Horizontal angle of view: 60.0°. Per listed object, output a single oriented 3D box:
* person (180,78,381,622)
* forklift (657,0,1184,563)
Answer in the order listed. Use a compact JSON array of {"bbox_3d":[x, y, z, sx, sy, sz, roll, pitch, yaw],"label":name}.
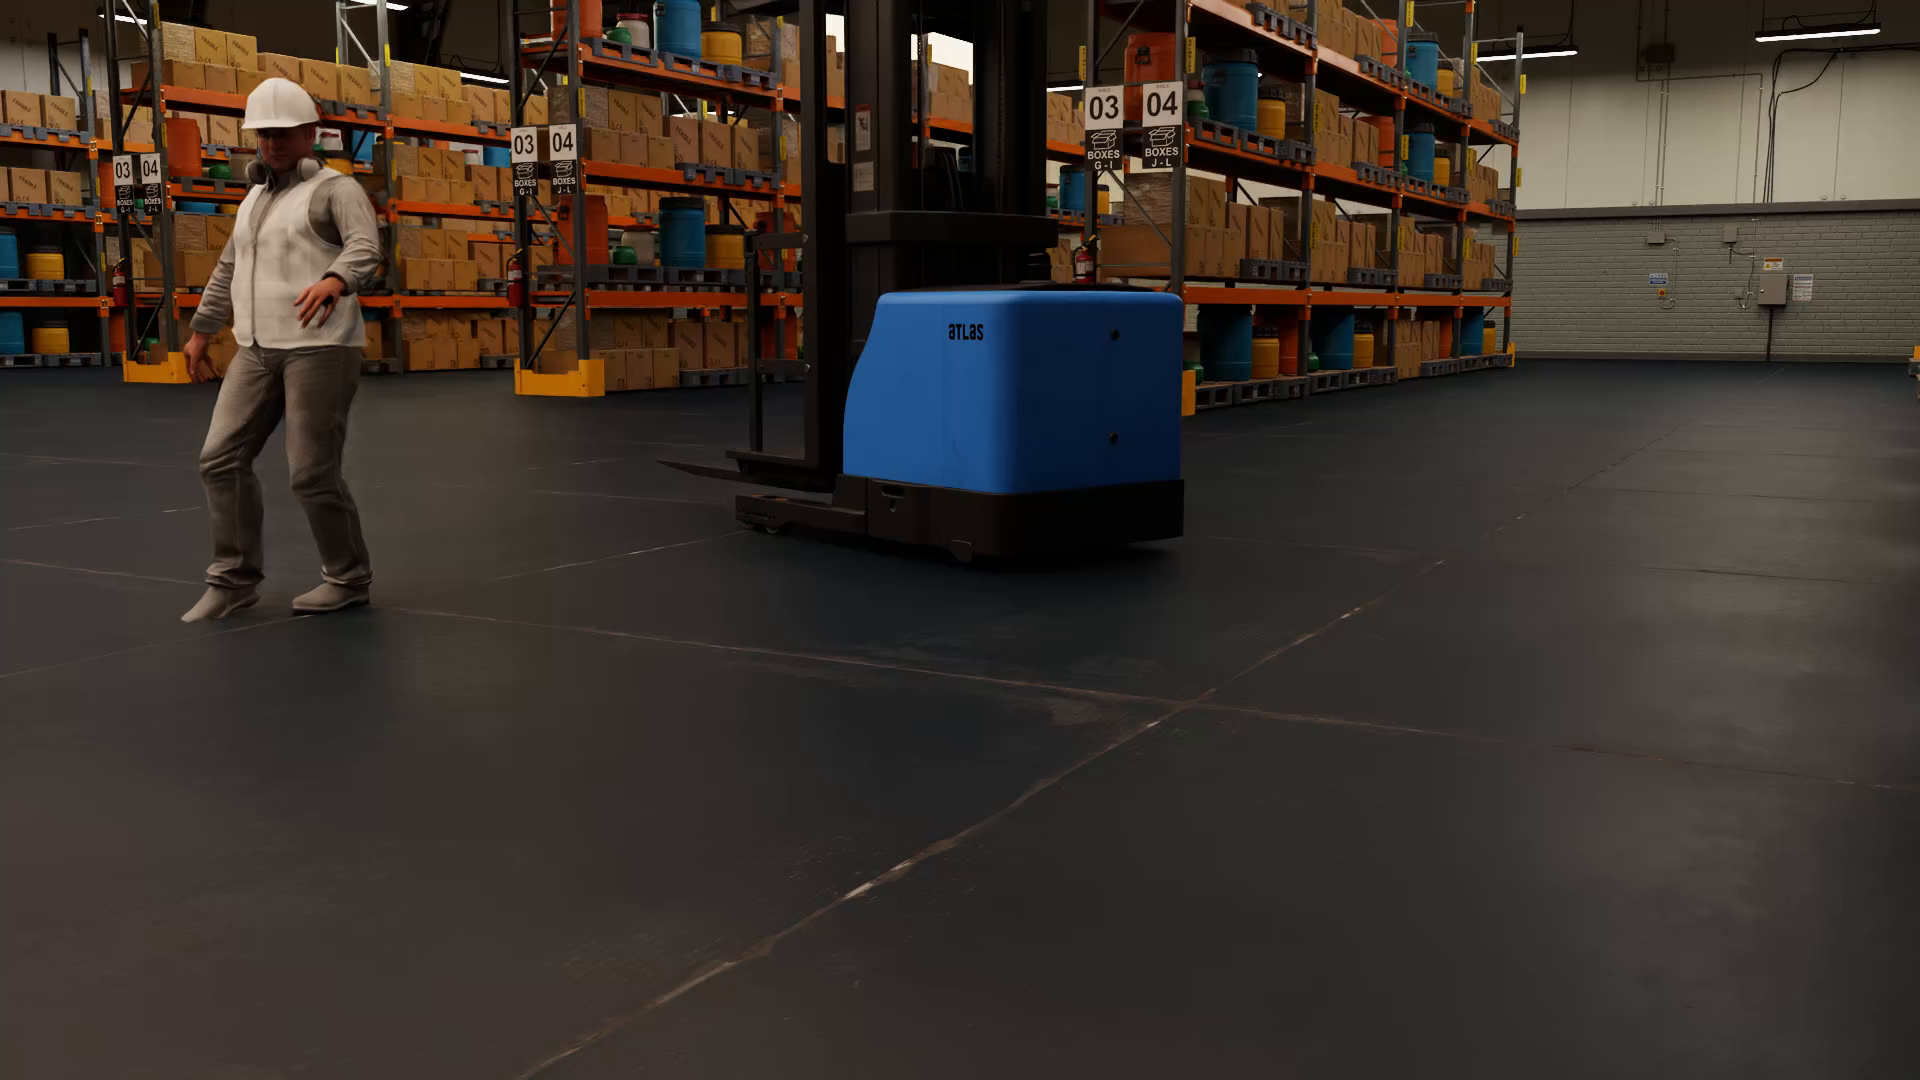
[{"bbox_3d":[-2.258,-0.598,5.452,0.955,1.799,0.580,4,9,28],"label":"person"},{"bbox_3d":[-0.382,-1.517,7.585,1.130,2.935,3.031,-6,10,-38],"label":"forklift"}]
